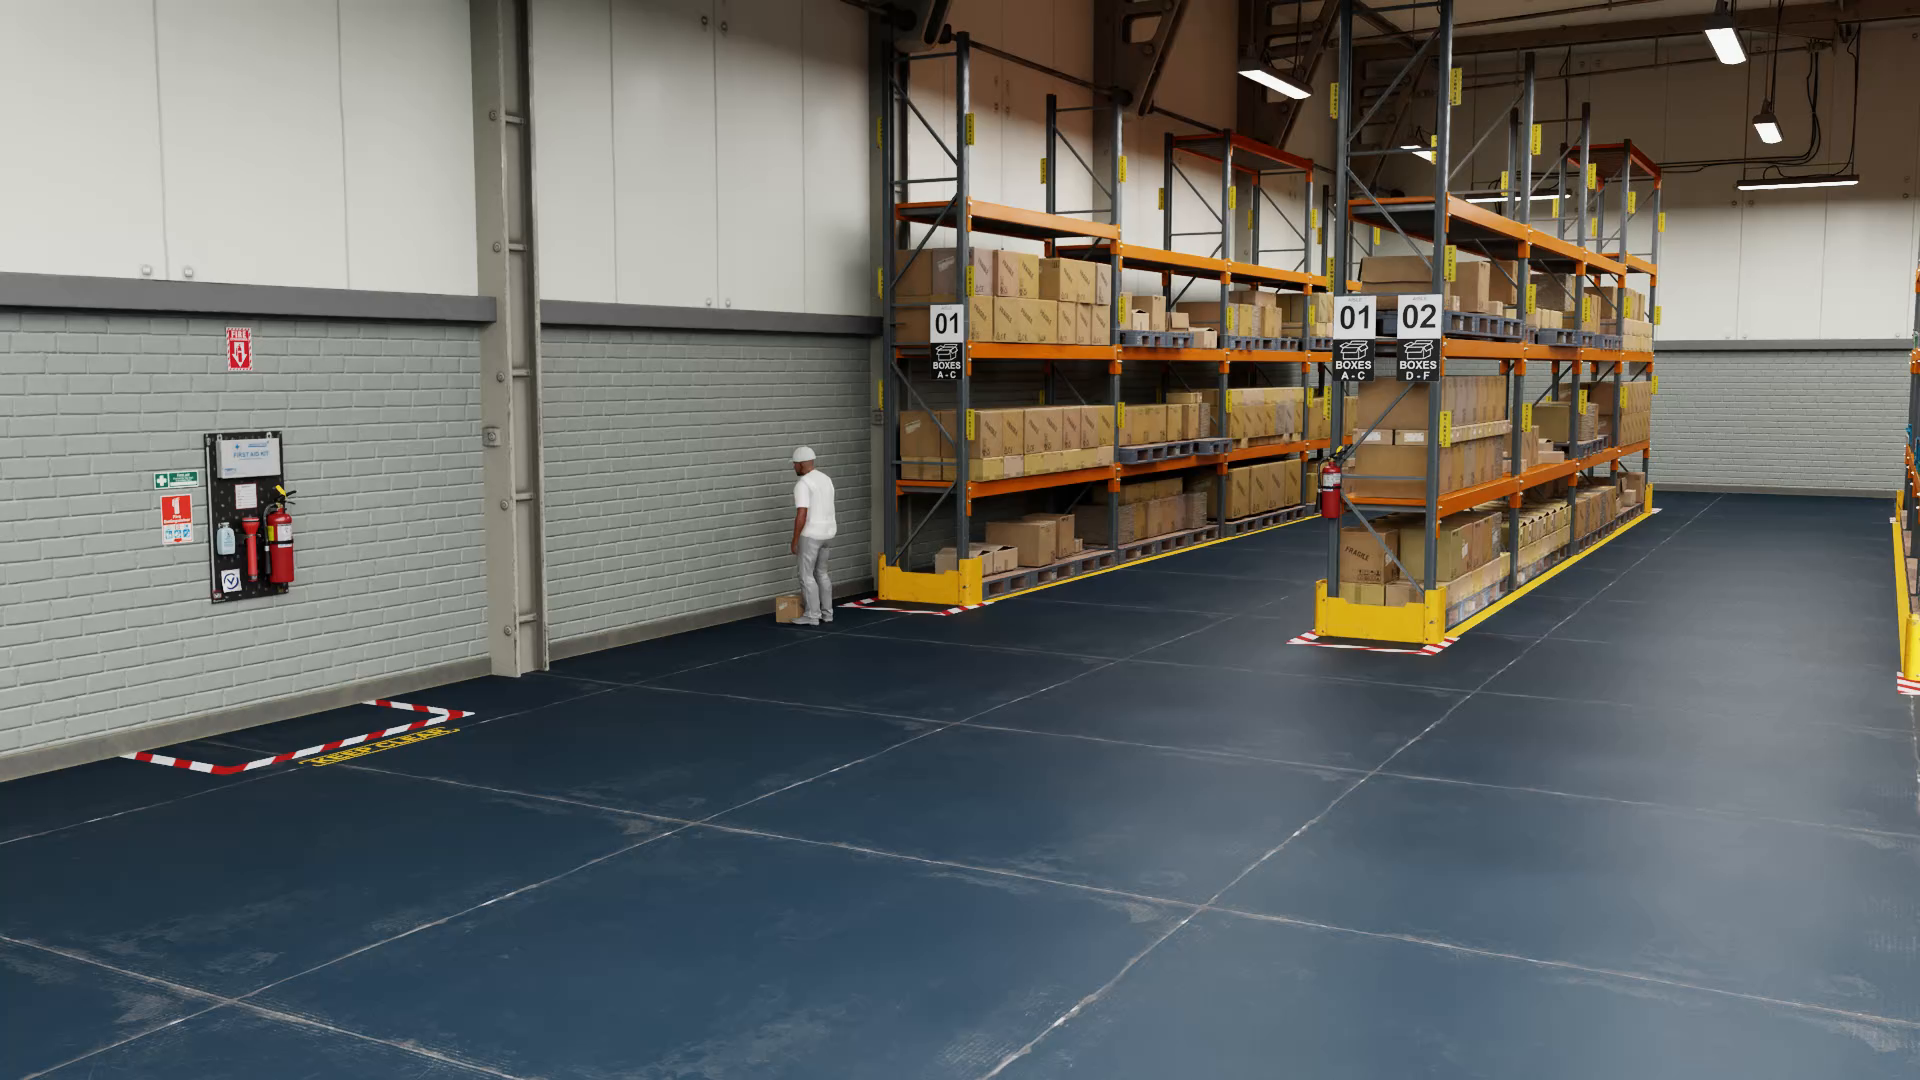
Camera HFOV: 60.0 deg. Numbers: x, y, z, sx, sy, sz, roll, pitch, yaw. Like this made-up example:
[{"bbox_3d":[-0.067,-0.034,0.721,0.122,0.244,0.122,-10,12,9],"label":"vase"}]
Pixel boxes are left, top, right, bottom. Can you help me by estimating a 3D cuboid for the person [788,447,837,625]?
[{"bbox_3d":[-1.476,-0.046,16.513,0.463,1.757,0.635,3,7,27],"label":"person"}]
